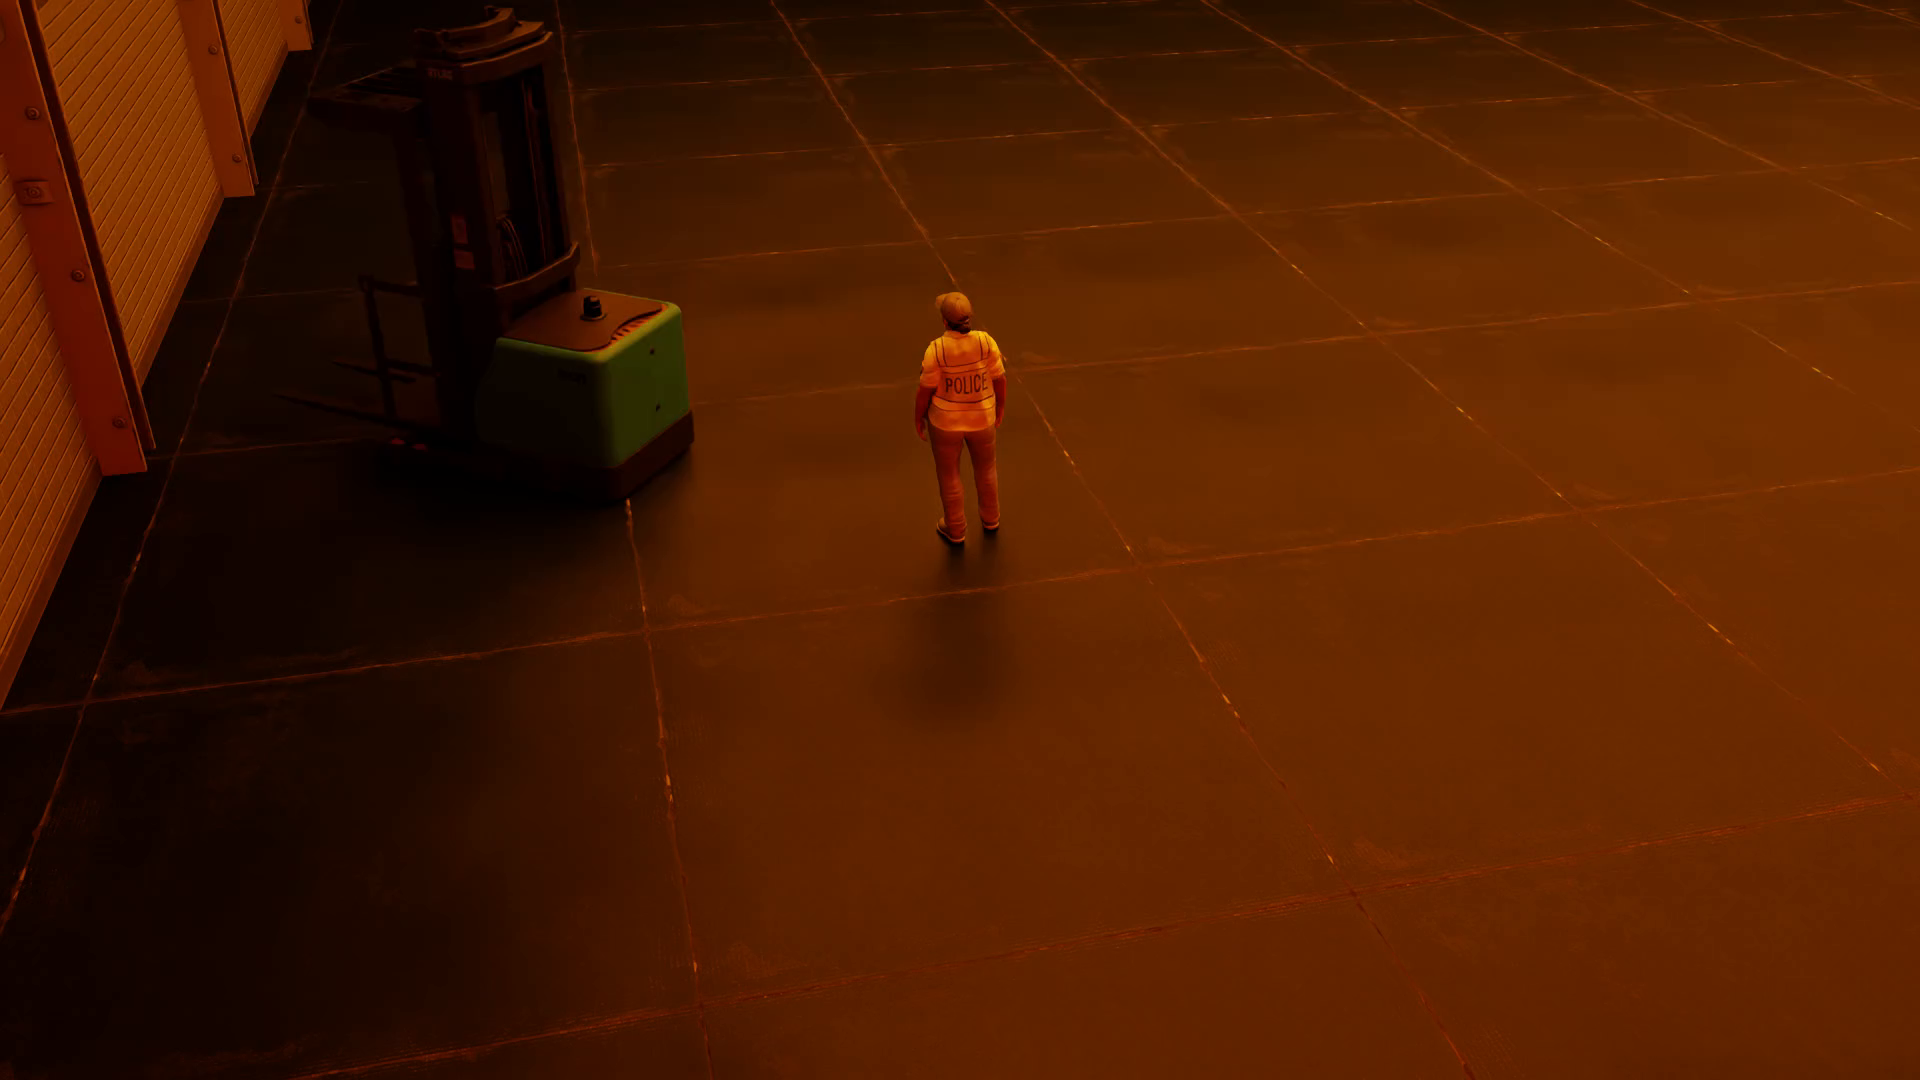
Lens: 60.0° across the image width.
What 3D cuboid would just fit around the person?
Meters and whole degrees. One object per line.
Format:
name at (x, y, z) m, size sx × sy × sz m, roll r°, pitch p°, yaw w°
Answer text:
person at (0.004, -0.768, 10.148) m, size 0.599 × 1.670 × 0.529 m, roll -7°, pitch 31°, yaw -12°

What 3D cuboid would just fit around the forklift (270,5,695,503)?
forklift at (-3.409, -1.986, 11.005) m, size 3.031 × 2.935 × 1.130 m, roll 12°, pitch 32°, yaw 20°
